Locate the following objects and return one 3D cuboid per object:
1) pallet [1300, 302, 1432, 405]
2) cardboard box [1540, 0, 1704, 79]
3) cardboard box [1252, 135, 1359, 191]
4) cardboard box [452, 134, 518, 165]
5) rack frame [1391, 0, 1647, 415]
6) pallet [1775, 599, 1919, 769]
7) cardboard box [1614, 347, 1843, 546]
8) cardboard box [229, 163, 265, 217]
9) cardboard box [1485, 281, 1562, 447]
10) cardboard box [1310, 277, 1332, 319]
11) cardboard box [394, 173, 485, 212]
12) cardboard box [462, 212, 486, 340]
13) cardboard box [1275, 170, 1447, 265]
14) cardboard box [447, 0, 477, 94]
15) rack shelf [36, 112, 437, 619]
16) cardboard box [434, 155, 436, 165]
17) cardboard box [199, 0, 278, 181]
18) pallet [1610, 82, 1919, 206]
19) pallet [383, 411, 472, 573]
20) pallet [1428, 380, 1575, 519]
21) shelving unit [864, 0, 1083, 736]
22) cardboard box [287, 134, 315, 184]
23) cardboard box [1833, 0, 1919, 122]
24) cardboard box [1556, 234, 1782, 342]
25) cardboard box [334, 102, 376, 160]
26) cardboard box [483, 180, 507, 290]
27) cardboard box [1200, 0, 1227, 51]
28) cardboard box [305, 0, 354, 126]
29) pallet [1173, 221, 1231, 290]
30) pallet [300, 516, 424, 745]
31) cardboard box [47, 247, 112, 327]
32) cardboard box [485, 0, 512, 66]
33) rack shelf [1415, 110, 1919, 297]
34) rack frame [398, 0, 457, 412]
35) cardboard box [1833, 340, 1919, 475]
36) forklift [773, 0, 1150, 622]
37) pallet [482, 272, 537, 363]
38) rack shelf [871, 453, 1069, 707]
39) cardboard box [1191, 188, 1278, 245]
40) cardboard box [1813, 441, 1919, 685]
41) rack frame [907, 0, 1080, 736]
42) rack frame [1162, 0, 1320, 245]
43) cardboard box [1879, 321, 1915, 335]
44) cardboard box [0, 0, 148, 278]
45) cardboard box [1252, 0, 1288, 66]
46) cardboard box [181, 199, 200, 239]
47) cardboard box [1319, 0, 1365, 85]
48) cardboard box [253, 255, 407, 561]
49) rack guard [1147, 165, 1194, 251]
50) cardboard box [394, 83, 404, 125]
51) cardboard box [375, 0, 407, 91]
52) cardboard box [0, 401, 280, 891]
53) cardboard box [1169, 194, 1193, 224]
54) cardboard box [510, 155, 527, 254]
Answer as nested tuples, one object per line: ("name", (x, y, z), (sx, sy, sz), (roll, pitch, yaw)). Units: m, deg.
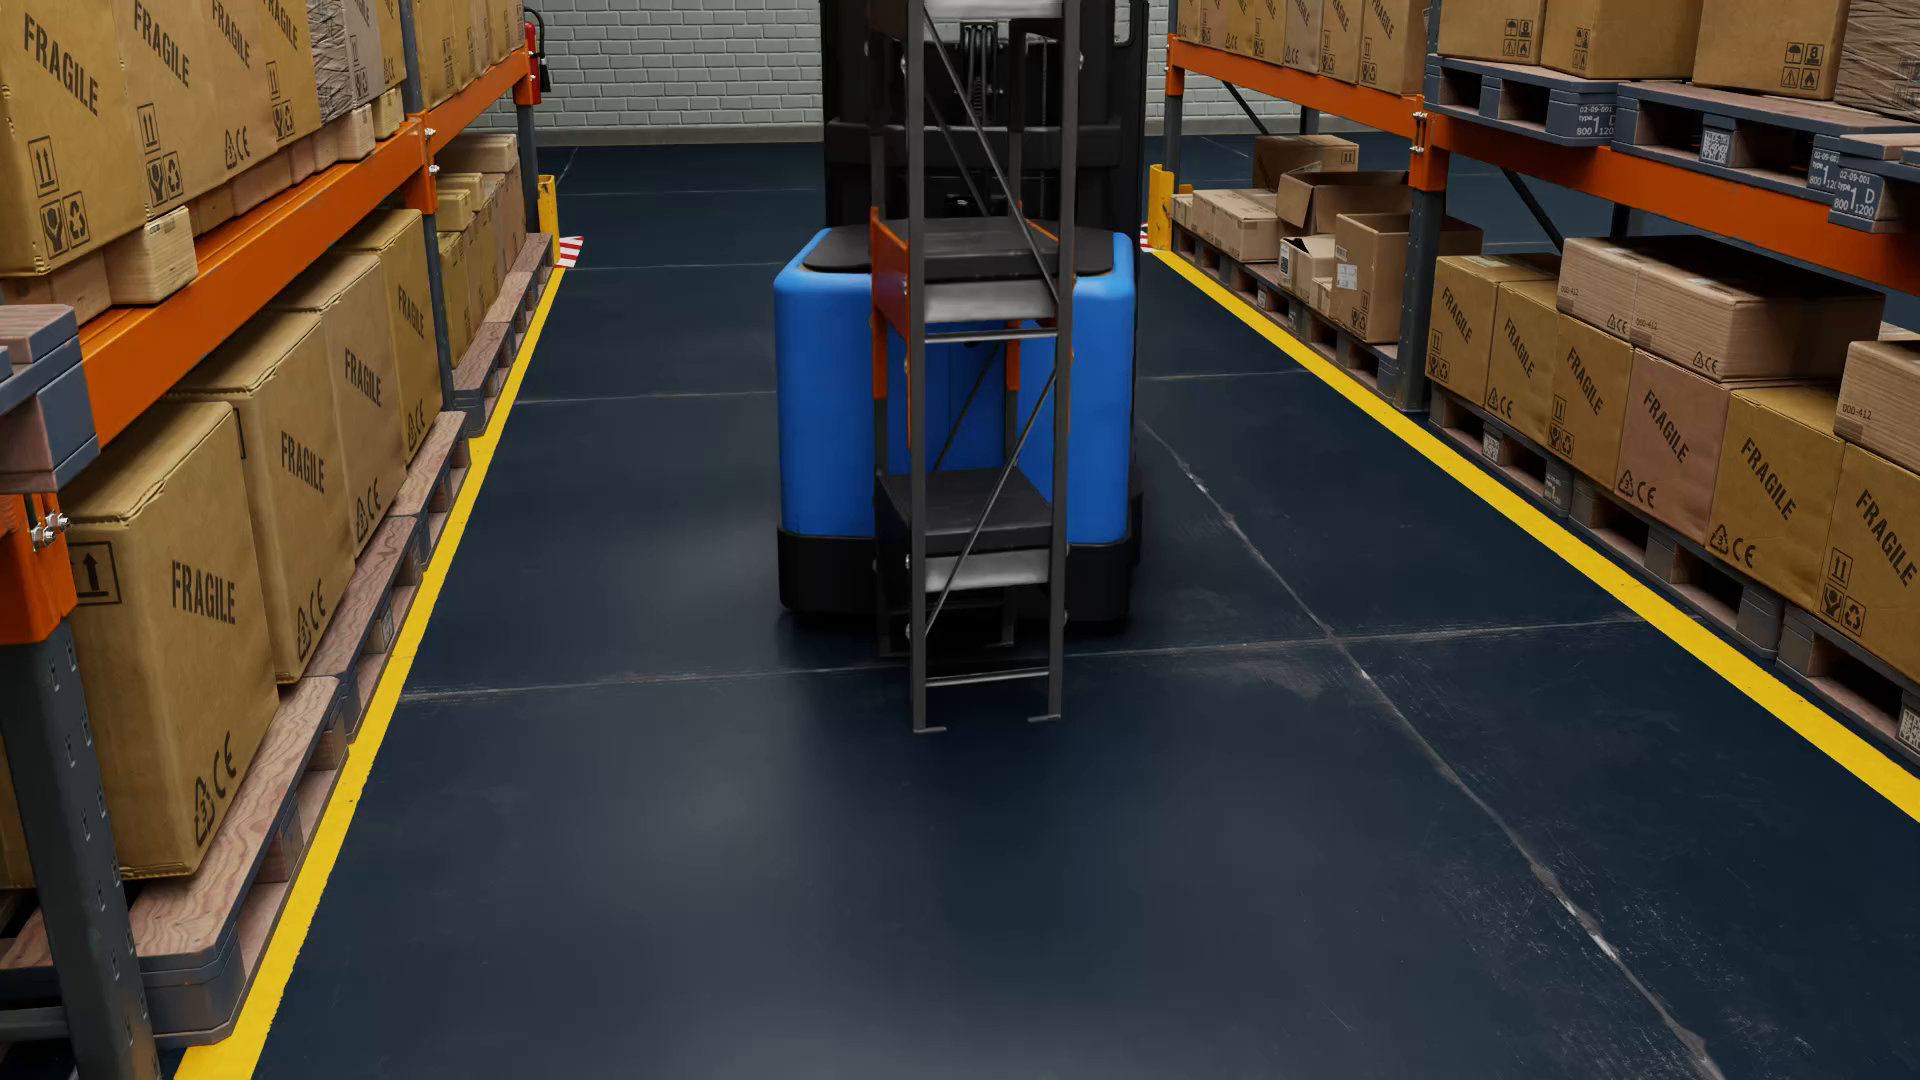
("pallet", (2.294, -0.923, 7.885), (1.003, 0.211, 1.213), (-3, 21, -8))
("cardboard box", (2.401, -1.825, 5.571), (0.700, 0.500, 0.500), (0, 20, 1))
("cardboard box", (2.137, -2.236, 10.358), (0.500, 0.500, 0.500), (-3, 21, -8))
("cardboard box", (-2.687, -2.182, 9.317), (0.380, 0.149, 0.250), (-3, 21, -8))
("rack frame", (2.392, -1.991, 6.761), (1.000, 3.000, 0.127), (-3, 21, -8))
("pallet", (2.898, 0.440, 4.238), (1.003, 0.211, 1.213), (-3, 21, -8))
("cardboard box", (2.445, -0.314, 5.214), (0.500, 0.500, 0.500), (-4, 21, -10))
("cardboard box", (-1.983, -0.903, 4.178), (0.380, 0.149, 0.250), (-3, 21, -7))
("cardboard box", (2.308, -0.663, 6.147), (0.500, 0.500, 0.500), (-3, 21, -7))
("cardboard box", (1.916, -1.172, 8.012), (0.380, 0.149, 0.250), (-3, 21, -8))
("cardboard box", (-2.460, -1.642, 7.872), (0.380, 0.149, 0.250), (-4, 21, -9))
("cardboard box", (-2.585, -1.204, 7.625), (0.700, 0.500, 0.500), (-3, 21, -8))
("cardboard box", (2.116, -1.678, 8.861), (0.797, 0.503, 0.637), (-3, 21, -8))
("cardboard box", (-2.671, -2.322, 7.218), (0.980, 0.700, 0.700), (-3, 21, -9))
("rack shelf", (-2.221, -0.711, 4.360), (1.077, 0.370, 4.000), (-3, 21, -8))
("cardboard box", (-3.028, -2.075, 9.031), (0.380, 0.149, 0.250), (-3, 21, -8))
("cardboard box", (-1.886, -1.086, 3.739), (0.500, 0.500, 0.500), (-3, 21, -8))
("pallet", (2.684, -1.190, 4.888), (1.003, 0.211, 1.213), (-3, 21, -8))
("pallet", (-2.324, -0.171, 5.871), (1.003, 0.211, 1.213), (-3, 21, -8))
("pallet", (2.547, -0.405, 6.500), (1.003, 0.211, 1.213), (-3, 21, -8))
("shelving unit", (0.019, -0.573, 4.246), (0.431, 2.100, 0.503), (-5, 21, -12))
("cardboard box", (-2.041, -1.087, 4.670), (0.380, 0.149, 0.250), (-3, 21, -9))
("cardboard box", (2.823, -1.389, 4.404), (0.700, 0.500, 0.500), (1, 20, 2))
("cardboard box", (2.365, -0.852, 5.581), (0.500, 0.250, 0.500), (-3, 21, -8))
("cardboard box", (-2.032, -1.262, 5.140), (0.380, 0.149, 0.250), (-3, 21, -8))
("cardboard box", (-2.741, -1.566, 8.595), (0.700, 0.500, 0.500), (-4, 21, -10))
("cardboard box", (1.698, -3.078, 9.527), (0.500, 0.500, 0.500), (-3, 21, -8))
("cardboard box", (-2.046, -1.438, 4.683), (0.500, 0.500, 0.500), (-3, 21, -8))
("pallet", (1.942, -1.767, 10.147), (1.003, 0.211, 1.213), (-3, 21, -8))
("pallet", (-2.145, 0.253, 4.738), (1.003, 0.211, 1.213), (-3, 21, -8))
("cardboard box", (-1.779, -0.460, 2.992), (0.380, 0.149, 0.250), (-3, 21, -7))
("cardboard box", (-2.887, -2.838, 8.599), (0.980, 0.700, 0.700), (-3, 21, -8))
("rack shelf", (2.680, -0.962, 5.032), (1.077, 0.370, 4.000), (-3, 21, -8))
("rack frame", (-2.509, -1.740, 6.088), (1.000, 3.000, 0.127), (-3, 21, -8))
("cardboard box", (2.589, -0.324, 4.169), (0.500, 0.250, 0.500), (-2, 21, -6))
("forklift", (0.103, -1.605, 5.826), (1.130, 2.935, 3.031), (2, 21, 5))
("pallet", (-2.721, -1.124, 8.425), (1.003, 0.211, 1.213), (-3, 21, -8))
("rack shelf", (0.017, 0.095, 4.497), (0.431, 0.518, 0.480), (-5, 21, -12))
("cardboard box", (1.685, -1.919, 9.867), (0.500, 0.250, 0.500), (-3, 21, -8))
("cardboard box", (2.601, 0.047, 4.248), (0.500, 0.500, 0.500), (-2, 21, -6))
("rack frame", (0.075, -0.490, 4.024), (0.400, 2.100, 0.015), (-5, 21, -12))
("rack frame", (1.815, -3.376, 10.469), (1.000, 3.000, 0.127), (-3, 21, -8))
("cardboard box", (2.881, -0.525, 5.778), (0.500, 0.500, 0.500), (-3, 21, -7))
("cardboard box", (-1.750, -0.732, 2.792), (0.500, 0.500, 0.500), (-2, 21, -6))
("cardboard box", (1.838, -2.731, 8.597), (0.500, 0.500, 0.500), (-3, 21, -7))
("cardboard box", (-1.938, -0.727, 3.706), (0.380, 0.149, 0.250), (-2, 21, -7))
("cardboard box", (1.990, -2.377, 7.650), (0.500, 0.500, 0.500), (-2, 21, -6))
("cardboard box", (-2.156, -0.404, 4.982), (0.750, 0.750, 0.750), (-2, 21, -6))
("rack guard", (1.826, -2.179, 10.836), (1.175, 0.500, 0.348), (-3, 21, -8))
("cardboard box", (-2.181, -1.529, 5.854), (0.380, 0.149, 0.250), (-3, 21, -7))
("cardboard box", (-2.194, -1.789, 5.621), (0.500, 0.500, 0.500), (-3, 21, -9))
("cardboard box", (-1.909, 0.194, 3.382), (0.750, 0.750, 0.750), (-3, 21, -8))
("cardboard box", (1.536, -2.085, 10.456), (0.380, 0.149, 0.250), (-3, 21, -8))
("cardboard box", (-2.886, -1.914, 9.525), (0.700, 0.500, 0.500), (-3, 21, -8))
